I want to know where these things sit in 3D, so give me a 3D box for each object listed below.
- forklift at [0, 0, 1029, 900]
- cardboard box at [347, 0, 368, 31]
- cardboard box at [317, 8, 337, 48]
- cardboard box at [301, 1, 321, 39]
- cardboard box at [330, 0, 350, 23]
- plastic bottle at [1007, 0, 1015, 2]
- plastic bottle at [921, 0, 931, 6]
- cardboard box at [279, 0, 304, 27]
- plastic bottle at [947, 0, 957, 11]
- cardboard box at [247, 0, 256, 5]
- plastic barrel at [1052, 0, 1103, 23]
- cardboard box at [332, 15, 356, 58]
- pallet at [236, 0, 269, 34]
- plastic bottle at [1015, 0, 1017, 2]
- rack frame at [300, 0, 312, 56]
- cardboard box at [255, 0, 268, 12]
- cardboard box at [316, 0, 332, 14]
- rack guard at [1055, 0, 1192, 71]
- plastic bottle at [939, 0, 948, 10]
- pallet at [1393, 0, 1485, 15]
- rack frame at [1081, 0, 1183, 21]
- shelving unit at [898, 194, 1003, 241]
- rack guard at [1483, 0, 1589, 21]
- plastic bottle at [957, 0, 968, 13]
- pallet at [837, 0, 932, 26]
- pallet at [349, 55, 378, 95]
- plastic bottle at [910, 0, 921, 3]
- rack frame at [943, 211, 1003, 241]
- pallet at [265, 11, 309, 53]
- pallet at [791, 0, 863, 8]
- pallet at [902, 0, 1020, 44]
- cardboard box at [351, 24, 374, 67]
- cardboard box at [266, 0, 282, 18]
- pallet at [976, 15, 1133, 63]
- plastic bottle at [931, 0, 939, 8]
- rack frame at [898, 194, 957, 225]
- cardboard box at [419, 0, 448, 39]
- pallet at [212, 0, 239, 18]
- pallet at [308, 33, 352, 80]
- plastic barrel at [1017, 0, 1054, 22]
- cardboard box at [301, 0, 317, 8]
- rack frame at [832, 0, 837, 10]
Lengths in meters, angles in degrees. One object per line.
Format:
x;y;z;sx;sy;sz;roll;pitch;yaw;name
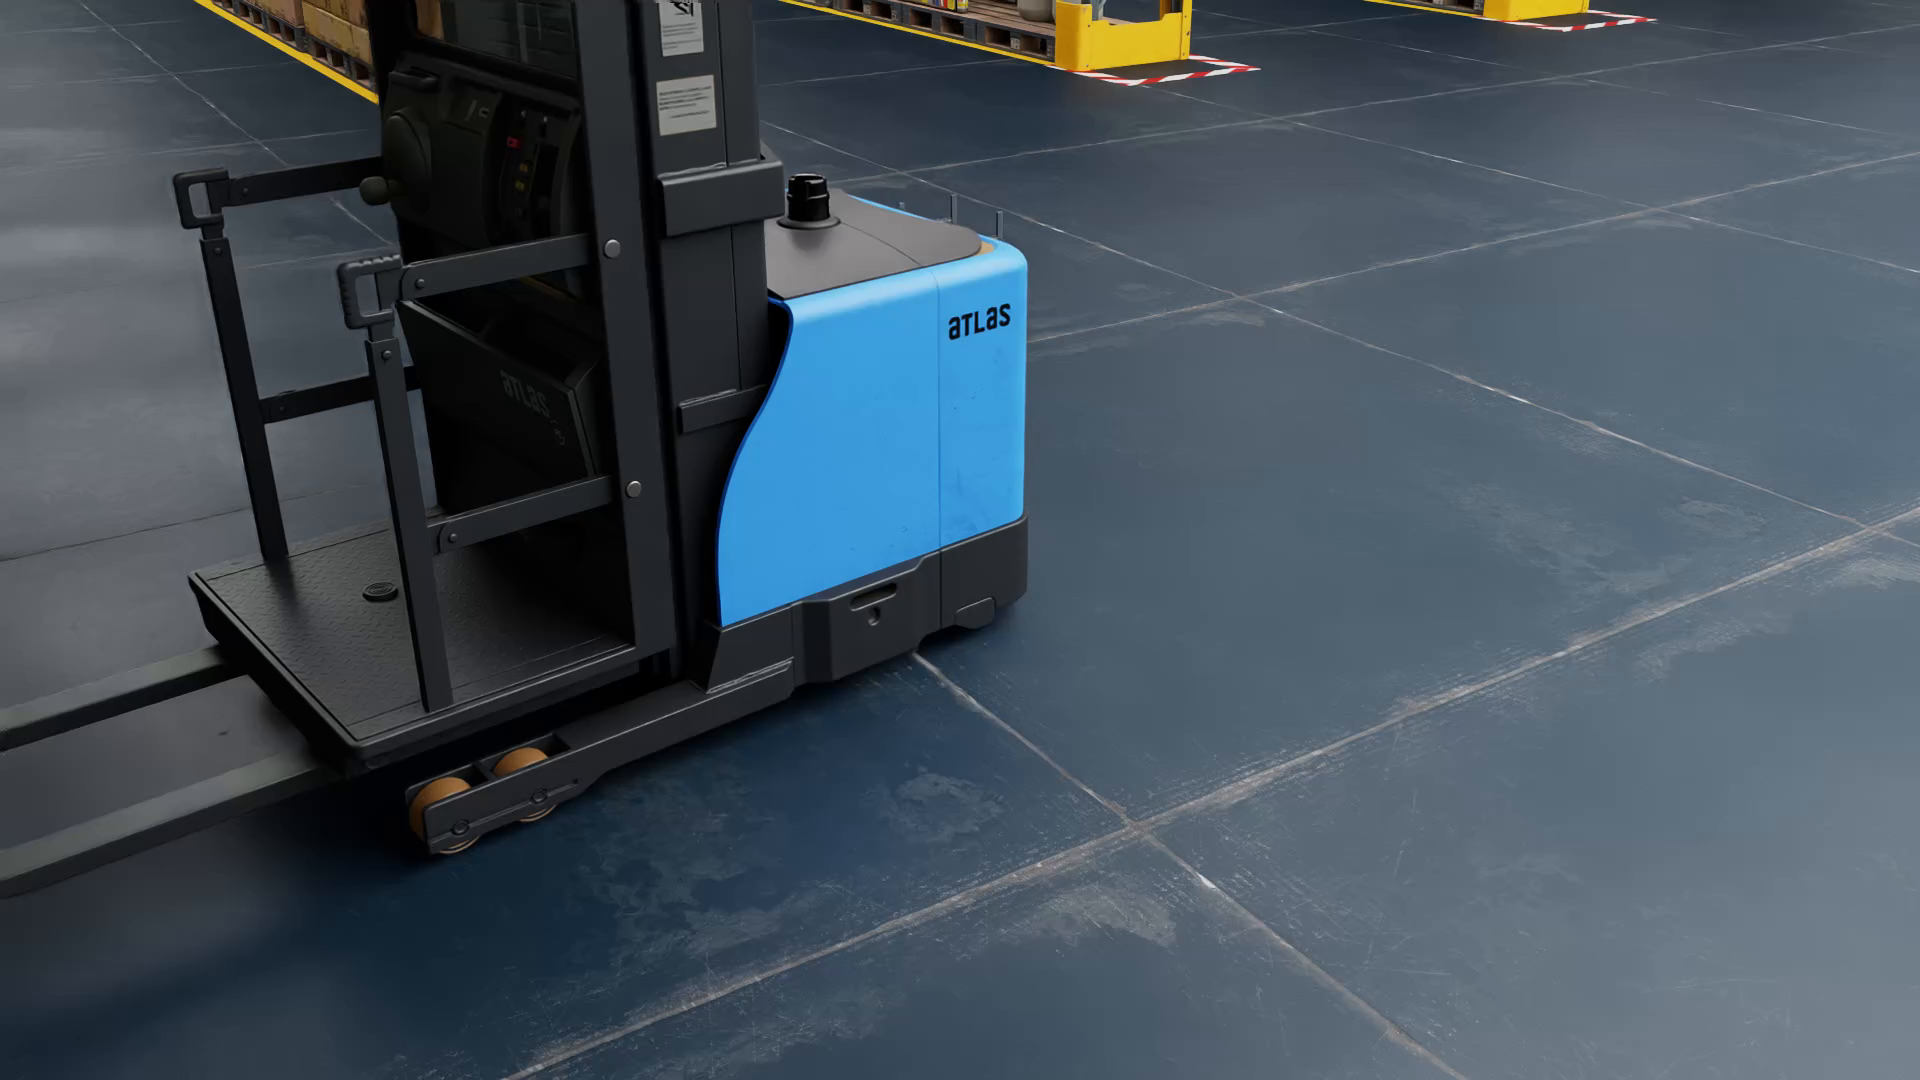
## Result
-1.259;-0.872;3.664;3.031;2.935;1.130;-20;32;-36;forklift
-4.131;-3.987;12.032;0.500;0.500;0.500;-16;29;-30;cardboard box
-4.675;-4.006;12.951;0.500;0.250;0.500;-16;29;-30;cardboard box
-4.943;-4.186;13.332;0.500;0.250;0.500;-16;29;-30;cardboard box
-4.406;-4.165;12.410;0.500;0.500;0.500;-16;29;-30;cardboard box
0.478;-5.007;15.023;0.097;0.271;0.097;0;25;0;plastic bottle
-0.261;-4.958;14.827;0.144;0.351;0.185;-14;29;-27;plastic bottle
-5.412;-4.503;14.004;0.500;0.250;0.500;-16;30;-30;cardboard box
-0.055;-4.761;14.488;0.061;0.283;0.133;-15;29;-28;plastic bottle
-6.242;-5.050;15.162;0.500;0.250;0.500;-15;29;-29;cardboard box
0.970;-4.481;13.650;0.421;0.512;0.421;0;25;0;plastic barrel
-4.406;-3.826;12.569;0.500;0.250;0.500;-16;29;-30;cardboard box
-6.047;-4.906;15.395;1.003;0.211;1.213;-16;29;-30;pallet
0.557;-4.975;14.942;0.061;0.283;0.133;-15;29;-29;plastic bottle
-4.942;-5.476;13.336;1.000;3.000;0.127;-16;29;-30;rack frame
-5.966;-4.867;14.776;0.500;0.250;0.500;-15;29;-28;cardboard box
-4.672;-4.346;12.792;0.500;0.500;0.500;-16;29;-30;cardboard box
1.313;-4.084;13.316;1.175;0.500;0.348;-16;29;-30;rack guard
-0.091;-4.817;14.615;0.152;0.276;0.135;-15;29;-29;plastic bottle
5.088;-5.417;16.479;1.003;0.211;1.213;-16;29;-30;pallet
1.393;-5.198;12.748;1.000;3.000;0.127;-16;29;-30;rack frame
-0.029;-0.494;5.066;0.215;1.050;0.252;-16;29;-30;shelving unit
5.502;-5.249;15.784;1.175;0.500;0.348;-16;29;-30;rack guard
0.024;-4.686;14.426;0.097;0.201;0.097;0;25;0;plastic bottle
-0.458;-5.118;15.844;1.003;0.211;1.213;-16;29;-30;pallet
-3.873;-3.484;12.383;1.003;0.211;1.213;-16;29;-30;pallet
-0.362;-5.025;14.968;0.144;0.351;0.185;-16;30;-30;plastic bottle
0.037;-0.450;4.974;0.200;1.050;0.008;-16;29;-30;rack frame
-5.377;-4.469;14.470;1.003;0.211;1.213;-16;29;-30;pallet
-1.251;-5.640;16.949;1.003;0.211;1.213;-16;29;-30;pallet
0.212;-4.681;14.919;1.003;0.211;1.213;-16;29;-30;pallet
-4.128;-3.648;12.194;0.500;0.250;0.500;-16;29;-30;cardboard box
-5.686;-4.684;14.388;0.500;0.250;0.500;-16;30;-30;cardboard box
0.874;-4.245;13.995;1.003;0.211;1.213;-16;29;-30;pallet
-0.167;-4.866;14.720;0.152;0.276;0.135;-16;30;-31;plastic bottle
-0.096;-0.538;5.159;0.200;1.050;0.008;-16;29;-30;rack frame
-3.301;-3.453;10.902;0.500;0.500;0.500;-16;29;-30;cardboard box
-6.709;-5.342;16.319;1.003;0.211;1.213;-16;29;-30;pallet
-4.543;-3.921;13.308;1.003;0.211;1.213;-16;29;-30;pallet
0.697;-4.660;14.030;0.421;0.512;0.421;0;25;0;plastic barrel
-4.952;-4.523;13.167;0.500;0.500;0.500;-16;29;-30;cardboard box
-0.790;-6.629;15.778;1.000;3.000;0.127;-16;29;-30;rack frame
